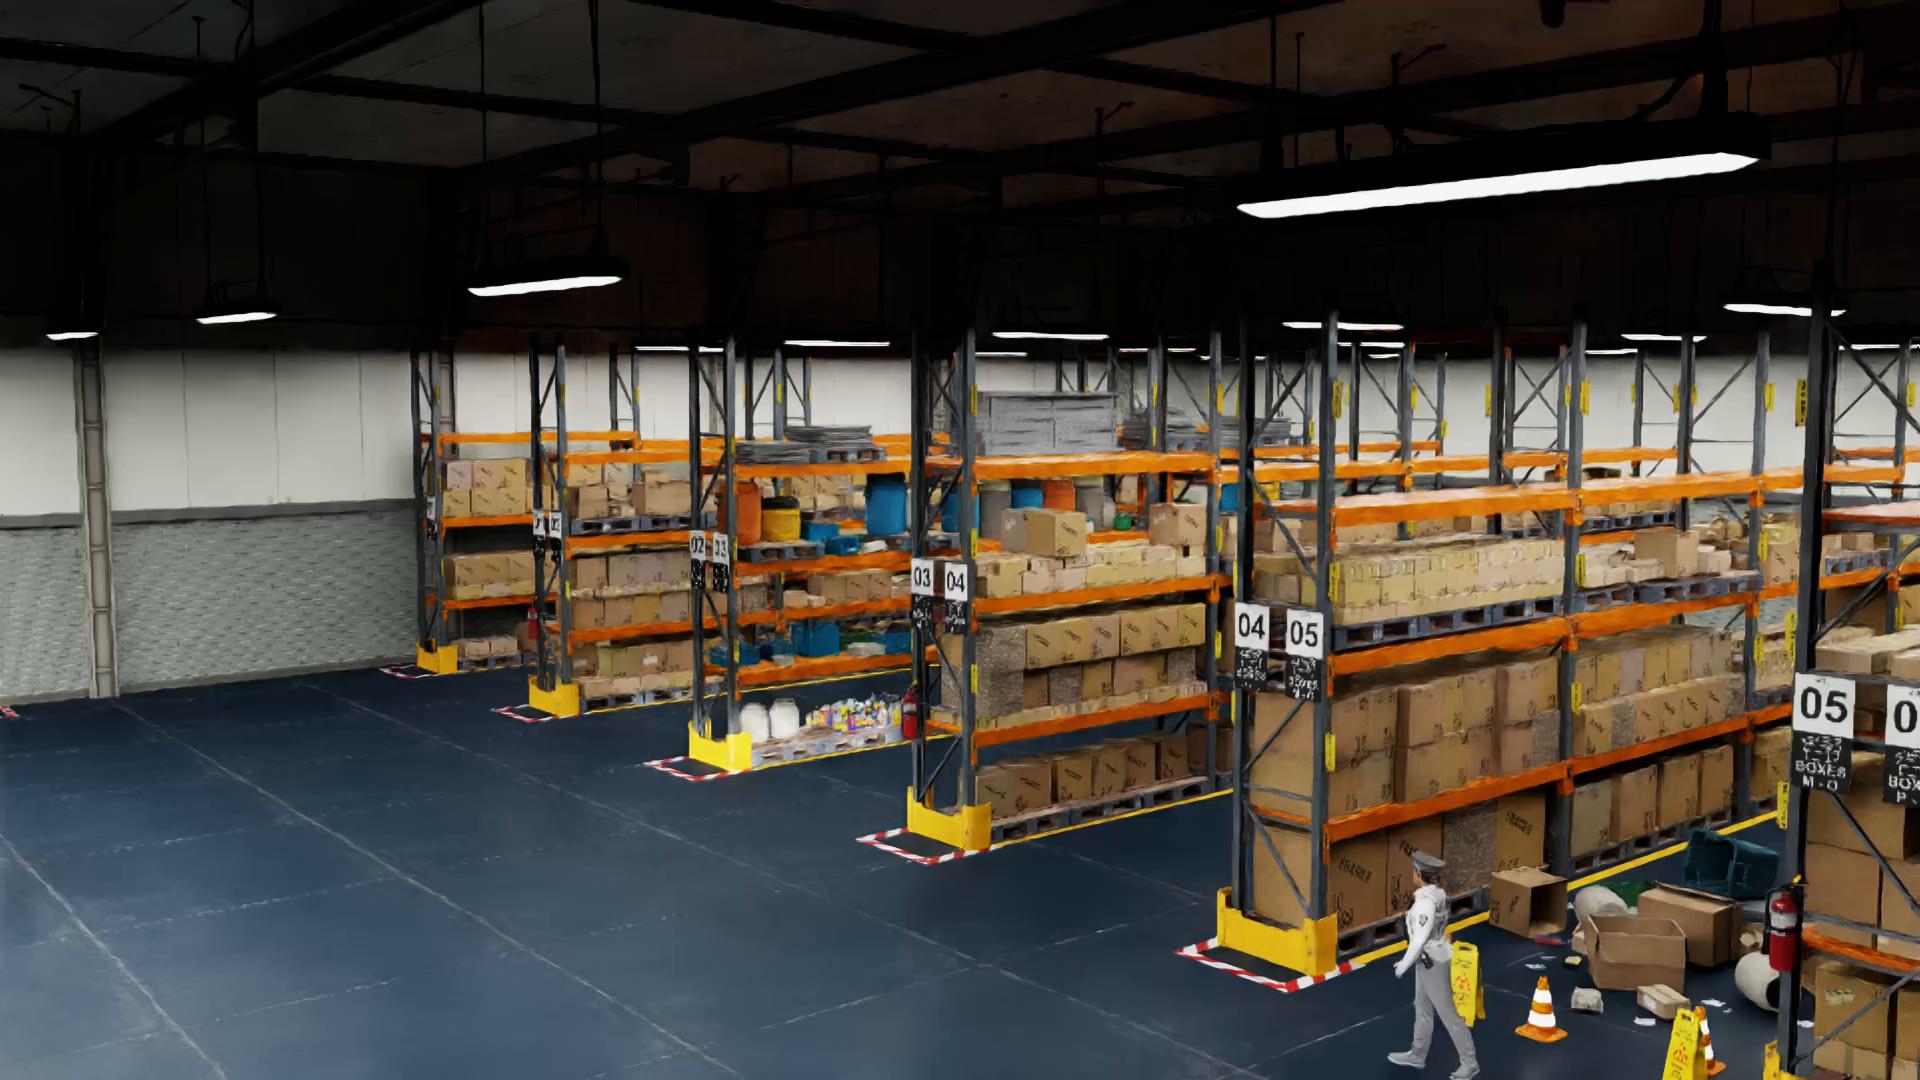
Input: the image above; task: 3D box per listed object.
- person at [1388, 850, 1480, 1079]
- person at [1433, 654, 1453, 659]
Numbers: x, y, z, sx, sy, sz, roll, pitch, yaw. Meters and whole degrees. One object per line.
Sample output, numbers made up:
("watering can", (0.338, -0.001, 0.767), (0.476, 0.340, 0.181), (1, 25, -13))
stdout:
("person", (3.568, 3.186, 12.494), (0.669, 1.659, 0.497), (2, 6, 21))
("person", (6.612, 2.171, 22.652), (0.390, 1.766, 0.669), (4, 7, 38))
